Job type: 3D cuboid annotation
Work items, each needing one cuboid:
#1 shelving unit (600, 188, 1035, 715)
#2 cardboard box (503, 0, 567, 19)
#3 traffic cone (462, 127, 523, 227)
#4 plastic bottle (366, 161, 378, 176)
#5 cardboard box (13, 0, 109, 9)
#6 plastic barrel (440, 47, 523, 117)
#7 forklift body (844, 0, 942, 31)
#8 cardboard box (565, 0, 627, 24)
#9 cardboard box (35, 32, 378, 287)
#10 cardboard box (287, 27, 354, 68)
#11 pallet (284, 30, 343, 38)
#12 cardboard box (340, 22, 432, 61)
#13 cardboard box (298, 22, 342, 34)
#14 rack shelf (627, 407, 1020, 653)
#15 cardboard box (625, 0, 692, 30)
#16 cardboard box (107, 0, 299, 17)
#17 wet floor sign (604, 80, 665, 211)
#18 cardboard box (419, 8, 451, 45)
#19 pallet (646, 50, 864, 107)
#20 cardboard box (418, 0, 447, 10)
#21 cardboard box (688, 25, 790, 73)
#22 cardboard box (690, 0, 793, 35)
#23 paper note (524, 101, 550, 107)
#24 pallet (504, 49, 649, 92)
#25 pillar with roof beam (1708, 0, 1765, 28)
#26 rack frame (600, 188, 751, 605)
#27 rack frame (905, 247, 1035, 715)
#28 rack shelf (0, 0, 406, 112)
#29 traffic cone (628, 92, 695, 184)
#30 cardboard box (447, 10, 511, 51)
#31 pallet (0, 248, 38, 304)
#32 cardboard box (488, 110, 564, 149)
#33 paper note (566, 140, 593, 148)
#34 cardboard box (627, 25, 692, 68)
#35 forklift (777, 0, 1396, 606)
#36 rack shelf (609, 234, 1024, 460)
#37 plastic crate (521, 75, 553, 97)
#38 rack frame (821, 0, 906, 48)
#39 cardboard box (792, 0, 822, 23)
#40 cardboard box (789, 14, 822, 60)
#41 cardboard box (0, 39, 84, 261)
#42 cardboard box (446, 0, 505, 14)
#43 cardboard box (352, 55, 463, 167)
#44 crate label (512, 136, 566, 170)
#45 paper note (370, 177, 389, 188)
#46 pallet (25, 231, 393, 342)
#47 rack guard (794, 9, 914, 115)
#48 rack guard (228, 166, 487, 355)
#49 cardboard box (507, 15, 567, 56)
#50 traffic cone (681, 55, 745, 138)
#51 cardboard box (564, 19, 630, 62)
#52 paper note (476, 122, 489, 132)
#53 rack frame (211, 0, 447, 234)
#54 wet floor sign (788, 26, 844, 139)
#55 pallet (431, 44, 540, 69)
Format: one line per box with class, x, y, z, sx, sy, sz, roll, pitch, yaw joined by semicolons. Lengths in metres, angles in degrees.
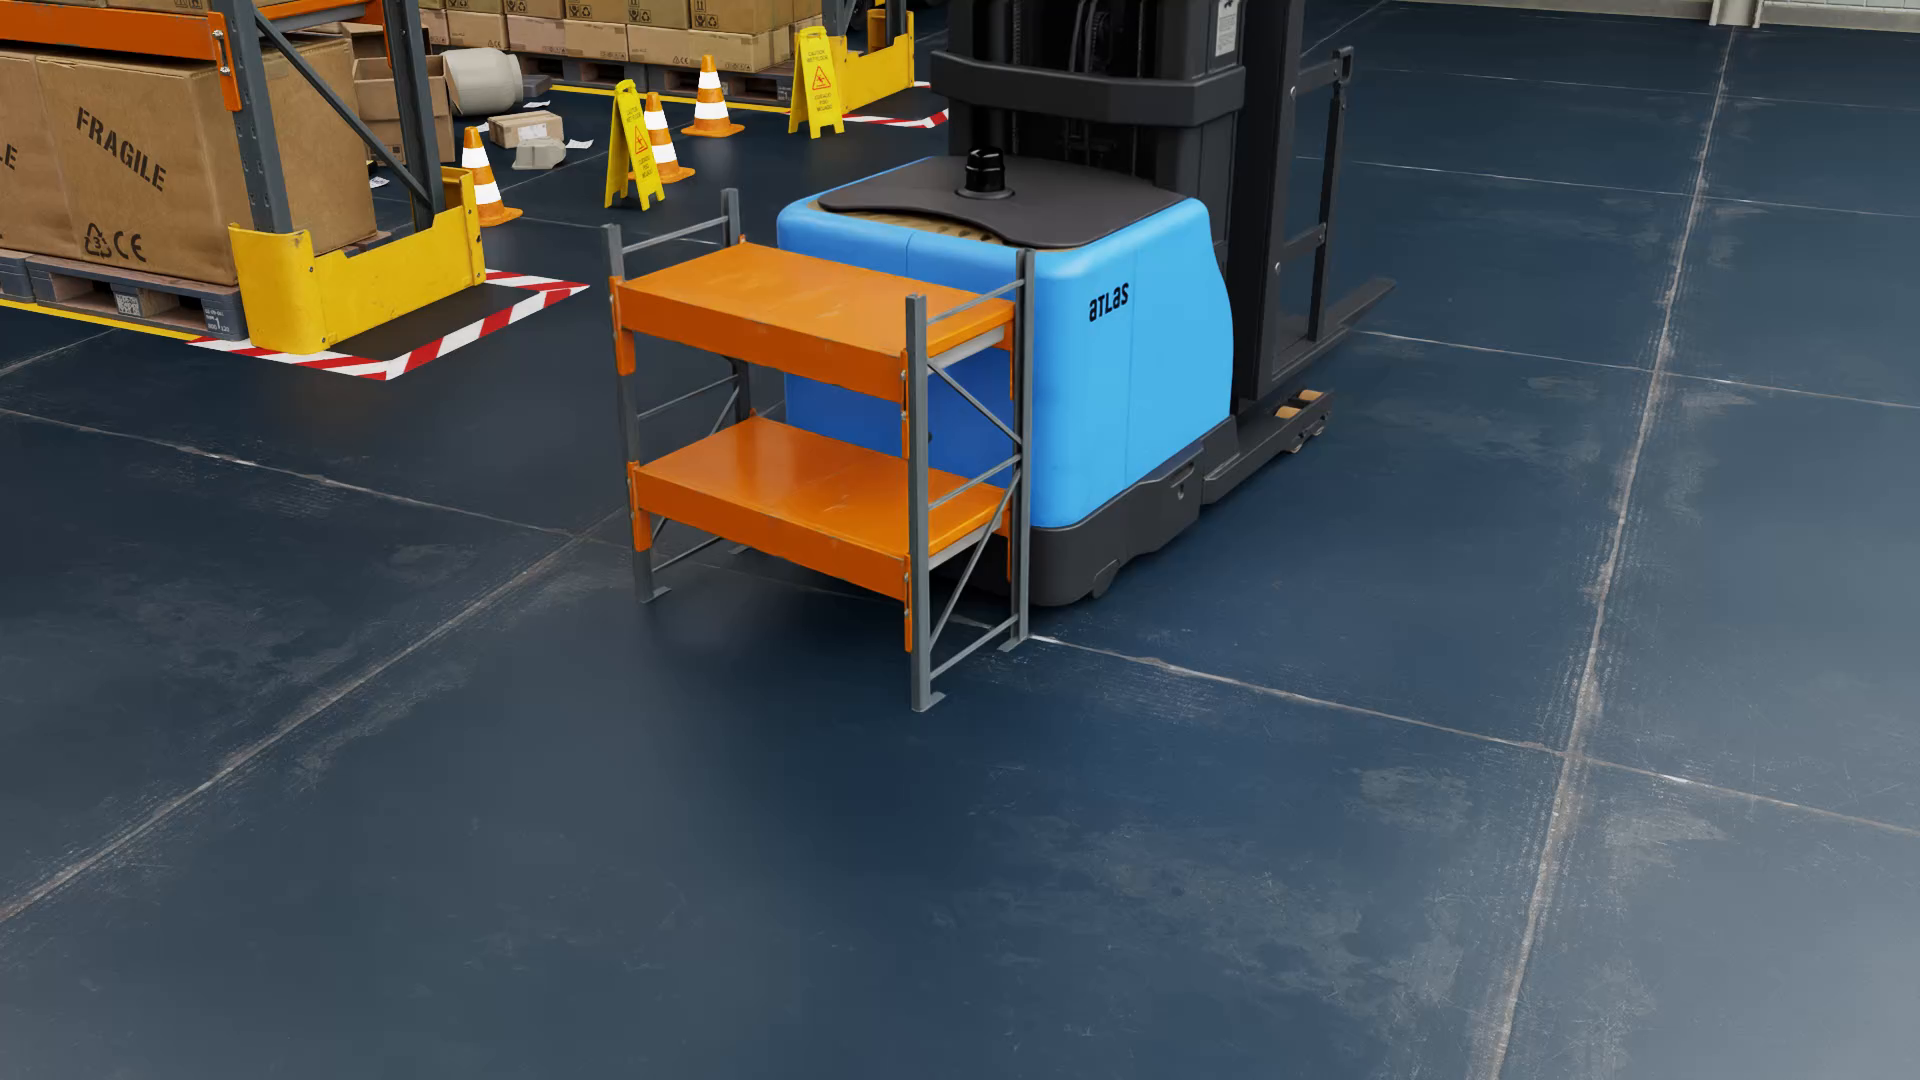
shelving unit;-0.379;-0.276;4.536;1.048;1.125;0.538;18;31;32
cardboard box;-2.885;-3.988;11.742;0.500;0.500;0.500;13;29;24
traffic cone;-2.486;-1.891;8.567;0.334;0.463;0.336;11;28;22
plastic bottle;-3.489;-2.127;9.500;0.283;0.061;0.133;2;26;4
cardboard box;-3.456;-2.570;6.904;0.550;0.550;0.875;11;28;22
plastic barrel;-3.140;-2.983;10.830;0.512;0.421;0.421;-12;29;-23
forklift body;-1.063;-5.599;14.187;1.214;2.155;2.313;11;28;22
cardboard box;-2.403;-3.892;11.548;0.500;0.500;0.500;11;28;21
cardboard box;-3.235;-1.694;7.224;0.875;0.875;0.875;12;28;22
cardboard box;-4.134;-2.782;10.177;0.503;0.637;0.797;11;28;22
pallet;-4.983;-3.992;13.119;1.213;0.211;1.003;11;28;22
cardboard box;-3.862;-3.238;11.258;0.500;0.500;0.500;-12;29;-23
cardboard box;-4.753;-4.206;12.896;0.625;0.372;0.950;12;29;22
rack shelf;-0.379;-0.056;4.644;1.000;0.278;0.538;18;31;32
cardboard box;-1.947;-3.797;11.355;0.500;0.500;0.500;12;29;24
cardboard box;-2.946;-2.478;6.718;0.550;0.550;0.875;11;28;22
wet floor sign;-1.744;-2.096;8.776;0.232;0.644;0.267;6;27;13
cardboard box;-3.849;-3.840;12.291;0.500;0.250;0.500;10;28;19
pallet;-1.427;-3.296;11.705;1.213;0.211;1.003;11;28;22
cardboard box;-3.849;-4.176;12.125;0.500;0.500;0.500;13;29;24
cardboard box;-1.502;-3.369;11.334;0.500;0.250;0.500;11;28;22
cardboard box;-1.470;-3.703;11.164;0.500;0.500;0.500;12;28;22
paper note;-2.842;-2.931;11.169;0.148;0.019;0.142;2;26;4
pallet;-2.534;-3.519;12.159;1.213;0.211;1.003;11;28;22
pillar with roof beam;4.837;-6.720;8.711;0.400;9.000;9.100;11;28;22
rack frame;-0.790;-0.408;4.804;0.032;1.125;0.500;18;31;32
rack frame;0.032;-0.144;4.268;0.032;1.125;0.500;18;31;32
rack shelf;-4.410;-2.404;7.552;4.000;0.370;1.077;11;28;22
traffic cone;-1.708;-2.283;9.364;0.334;0.463;0.336;11;28;22
cardboard box;-3.358;-3.747;12.102;0.500;0.250;0.500;13;29;25
pallet;-4.457;-1.449;7.953;1.213;0.211;1.003;11;28;22
cardboard box;-2.662;-2.518;10.197;0.380;0.149;0.250;-18;31;-31
paper note;-2.317;-2.410;10.111;0.142;0.019;0.148;2;26;4
cardboard box;-1.948;-3.462;11.524;0.500;0.250;0.500;11;28;22
forklift;0.697;-1.727;5.439;1.130;2.935;3.031;17;31;30
rack shelf;-0.379;-0.538;4.407;1.000;0.278;0.538;18;31;32
plastic crate;-3.184;-3.175;11.608;0.583;0.080;0.402;2;26;4
rack frame;-0.633;-4.370;10.730;0.127;3.000;1.000;11;28;22
cardboard box;-1.275;-3.924;11.613;0.500;0.500;0.500;10;28;20
cardboard box;-1.253;-3.584;11.770;0.500;0.250;0.500;11;28;21
cardboard box;-4.036;-1.854;7.549;0.875;0.875;0.875;11;28;21
cardboard box;-3.357;-4.083;11.936;0.500;0.500;0.500;13;29;24
cardboard box;-3.280;-2.553;9.866;0.637;0.503;0.797;-7;27;-14
crate label;-2.450;-2.256;9.677;0.298;0.136;0.250;-2;26;-5
paper note;-3.277;-1.990;9.260;0.142;0.017;0.144;23;35;39
pallet;-3.350;-1.225;7.499;1.213;0.211;1.003;11;28;22
rack guard;-0.702;-3.262;11.310;0.348;0.500;1.175;11;28;22
rack guard;-2.568;-1.235;7.193;0.348;0.500;1.175;11;28;22
cardboard box;-2.874;-3.651;11.907;0.500;0.250;0.500;11;28;21
traffic cone;-1.558;-2.792;10.397;0.334;0.463;0.336;11;28;22
cardboard box;-2.427;-3.556;11.714;0.500;0.250;0.500;10;28;20
paper note;-3.028;-2.621;10.552;0.142;0.019;0.148;23;35;39
rack frame;-2.590;-2.361;6.650;0.127;3.000;1.000;11;28;22
wet floor sign;-0.903;-2.849;10.306;0.232;0.644;0.267;23;35;39
pallet;-3.648;-3.742;12.611;1.213;0.211;1.003;11;28;22
